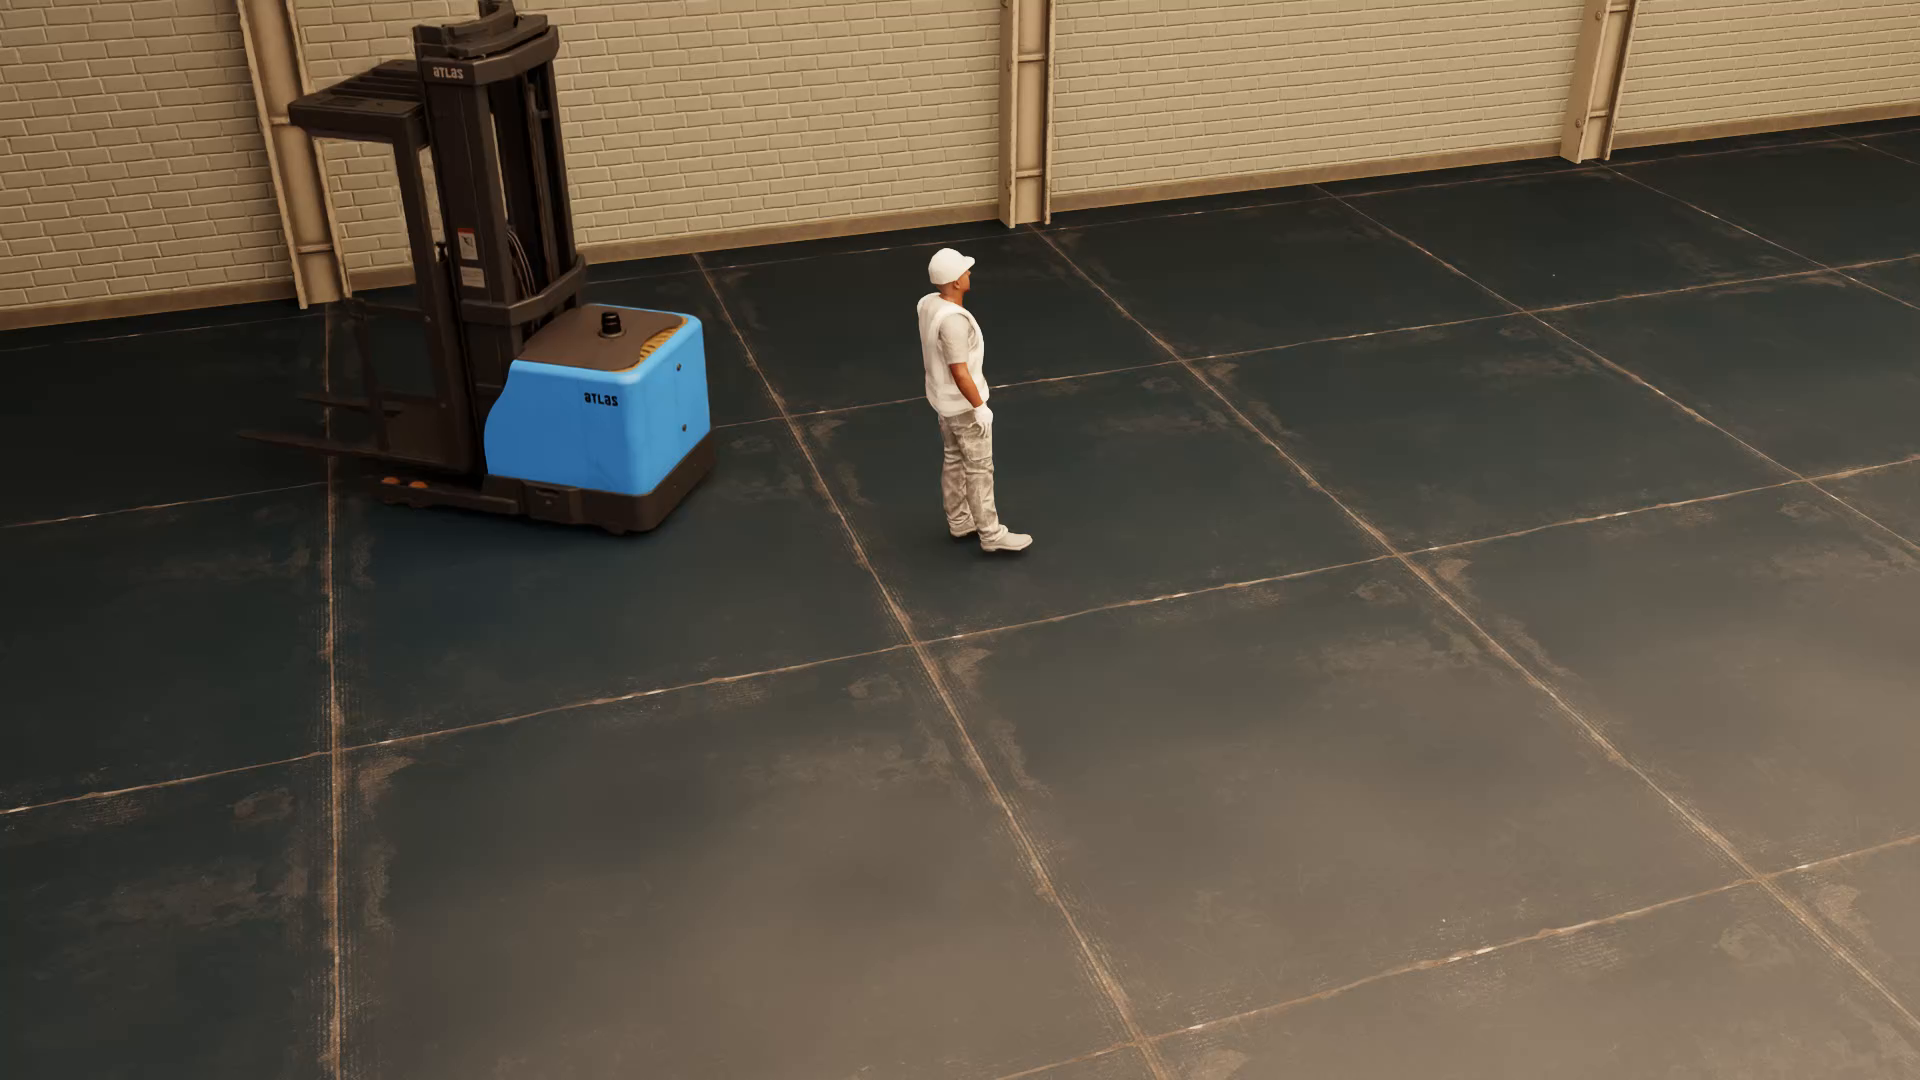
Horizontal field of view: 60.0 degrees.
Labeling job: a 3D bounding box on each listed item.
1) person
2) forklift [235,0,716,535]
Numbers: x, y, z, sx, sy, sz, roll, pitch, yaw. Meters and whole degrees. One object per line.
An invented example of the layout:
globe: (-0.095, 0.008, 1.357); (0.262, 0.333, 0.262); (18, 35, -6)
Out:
person: (0.071, -0.822, 9.571); (0.575, 1.784, 0.656); (-10, 31, -16)
forklift: (-3.157, -1.710, 10.060); (3.031, 2.935, 1.130); (8, 31, 14)
